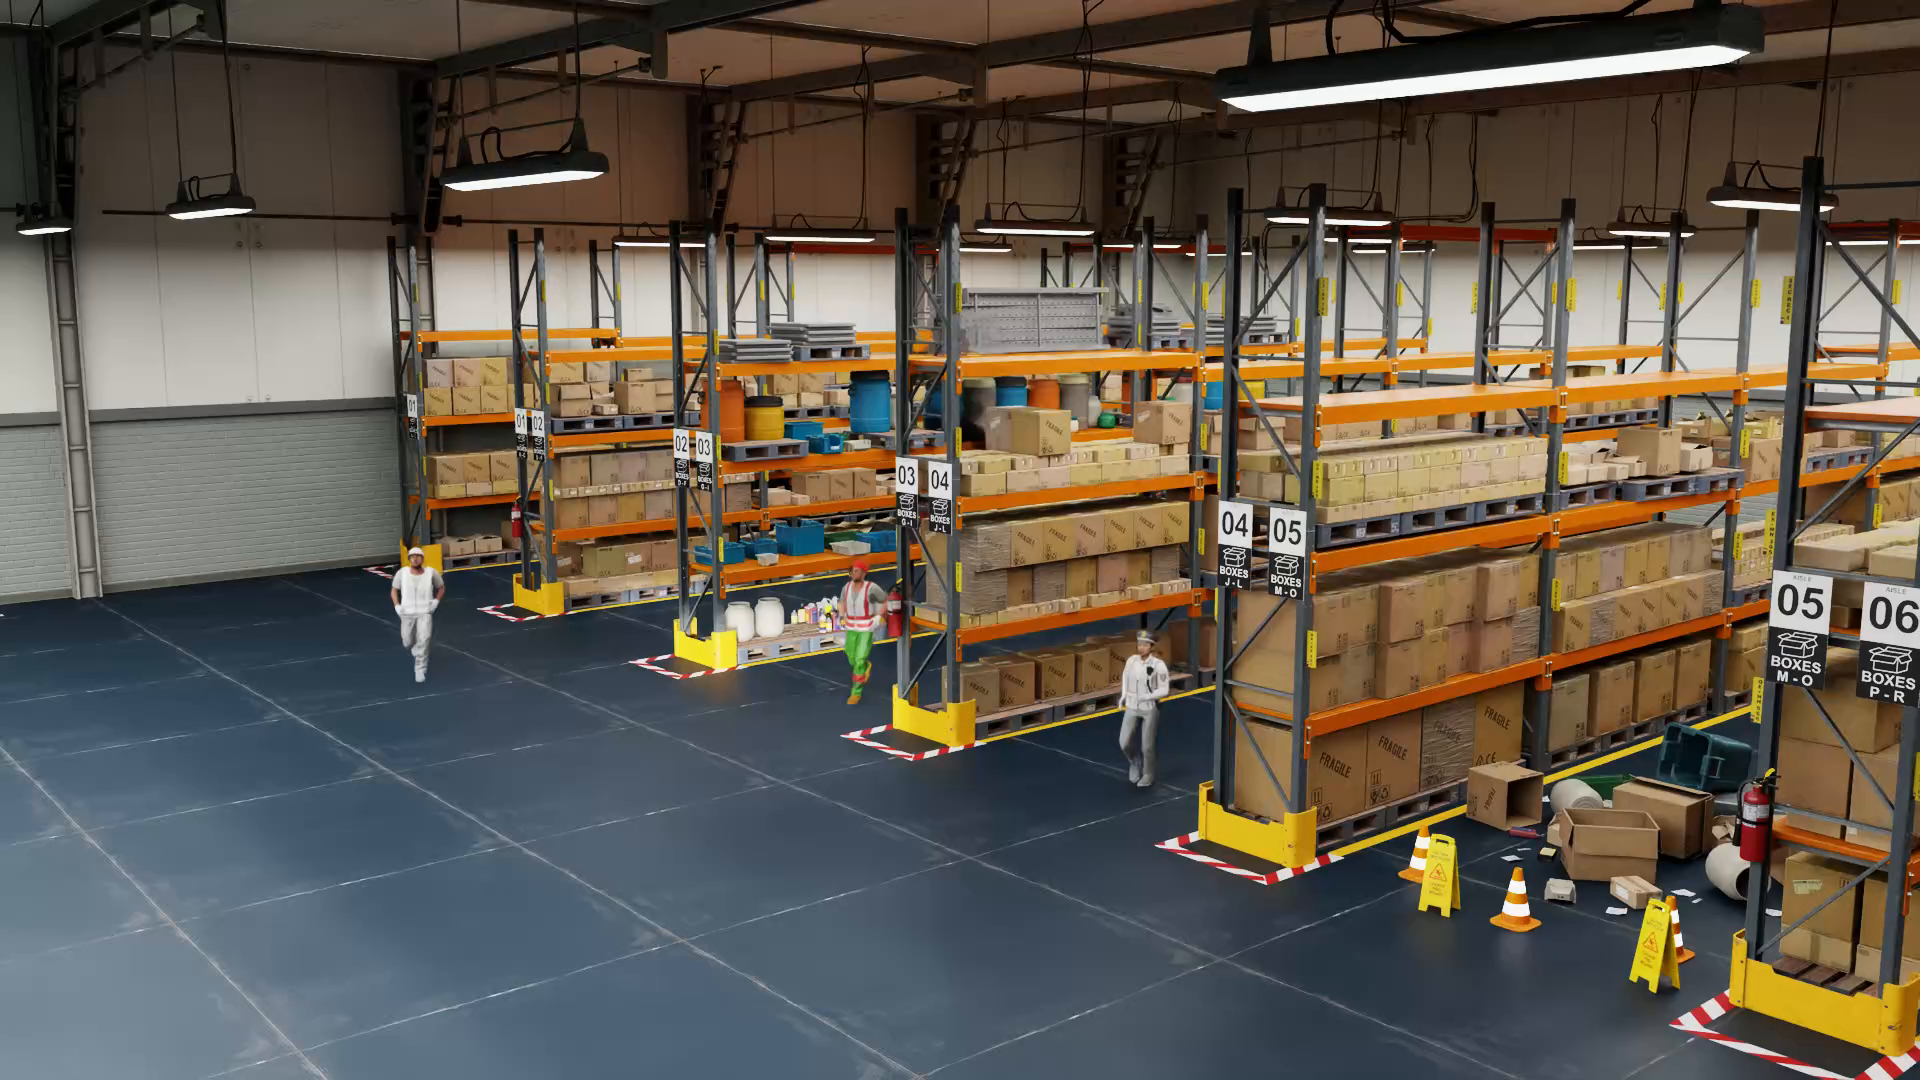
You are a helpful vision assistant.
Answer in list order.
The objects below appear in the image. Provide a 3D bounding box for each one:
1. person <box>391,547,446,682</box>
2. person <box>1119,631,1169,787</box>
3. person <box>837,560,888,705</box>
[{"bbox_3d":[-7.163,0.954,22.014,0.683,1.741,0.769,-1,9,-8],"label":"person"},{"bbox_3d":[1.852,1.738,17.025,0.592,1.663,0.598,4,10,27],"label":"person"},{"bbox_3d":[-1.217,1.121,20.817,0.649,1.777,0.837,4,10,24],"label":"person"}]
